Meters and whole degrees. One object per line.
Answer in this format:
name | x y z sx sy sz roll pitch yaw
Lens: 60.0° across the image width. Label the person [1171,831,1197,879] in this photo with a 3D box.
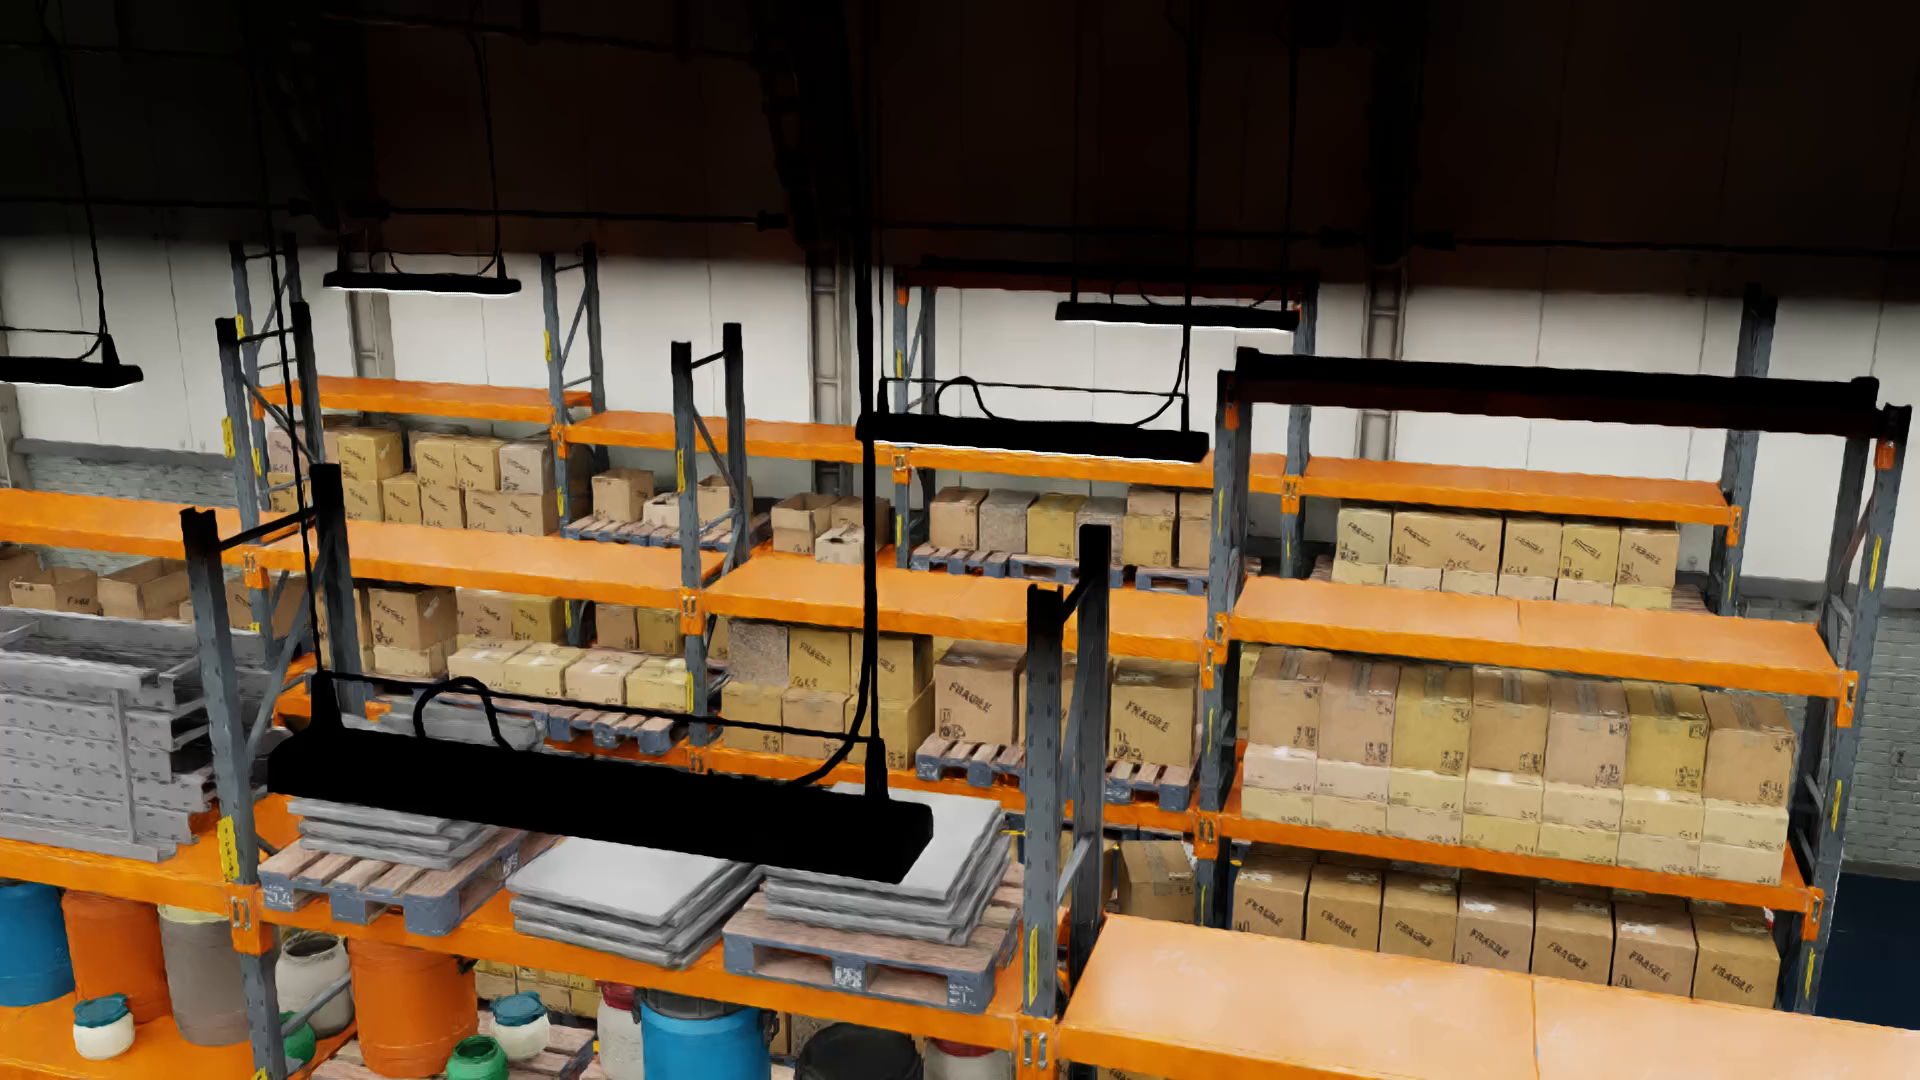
person | 2.010 3.192 14.481 0.501 1.758 0.588 -14 21 -40
